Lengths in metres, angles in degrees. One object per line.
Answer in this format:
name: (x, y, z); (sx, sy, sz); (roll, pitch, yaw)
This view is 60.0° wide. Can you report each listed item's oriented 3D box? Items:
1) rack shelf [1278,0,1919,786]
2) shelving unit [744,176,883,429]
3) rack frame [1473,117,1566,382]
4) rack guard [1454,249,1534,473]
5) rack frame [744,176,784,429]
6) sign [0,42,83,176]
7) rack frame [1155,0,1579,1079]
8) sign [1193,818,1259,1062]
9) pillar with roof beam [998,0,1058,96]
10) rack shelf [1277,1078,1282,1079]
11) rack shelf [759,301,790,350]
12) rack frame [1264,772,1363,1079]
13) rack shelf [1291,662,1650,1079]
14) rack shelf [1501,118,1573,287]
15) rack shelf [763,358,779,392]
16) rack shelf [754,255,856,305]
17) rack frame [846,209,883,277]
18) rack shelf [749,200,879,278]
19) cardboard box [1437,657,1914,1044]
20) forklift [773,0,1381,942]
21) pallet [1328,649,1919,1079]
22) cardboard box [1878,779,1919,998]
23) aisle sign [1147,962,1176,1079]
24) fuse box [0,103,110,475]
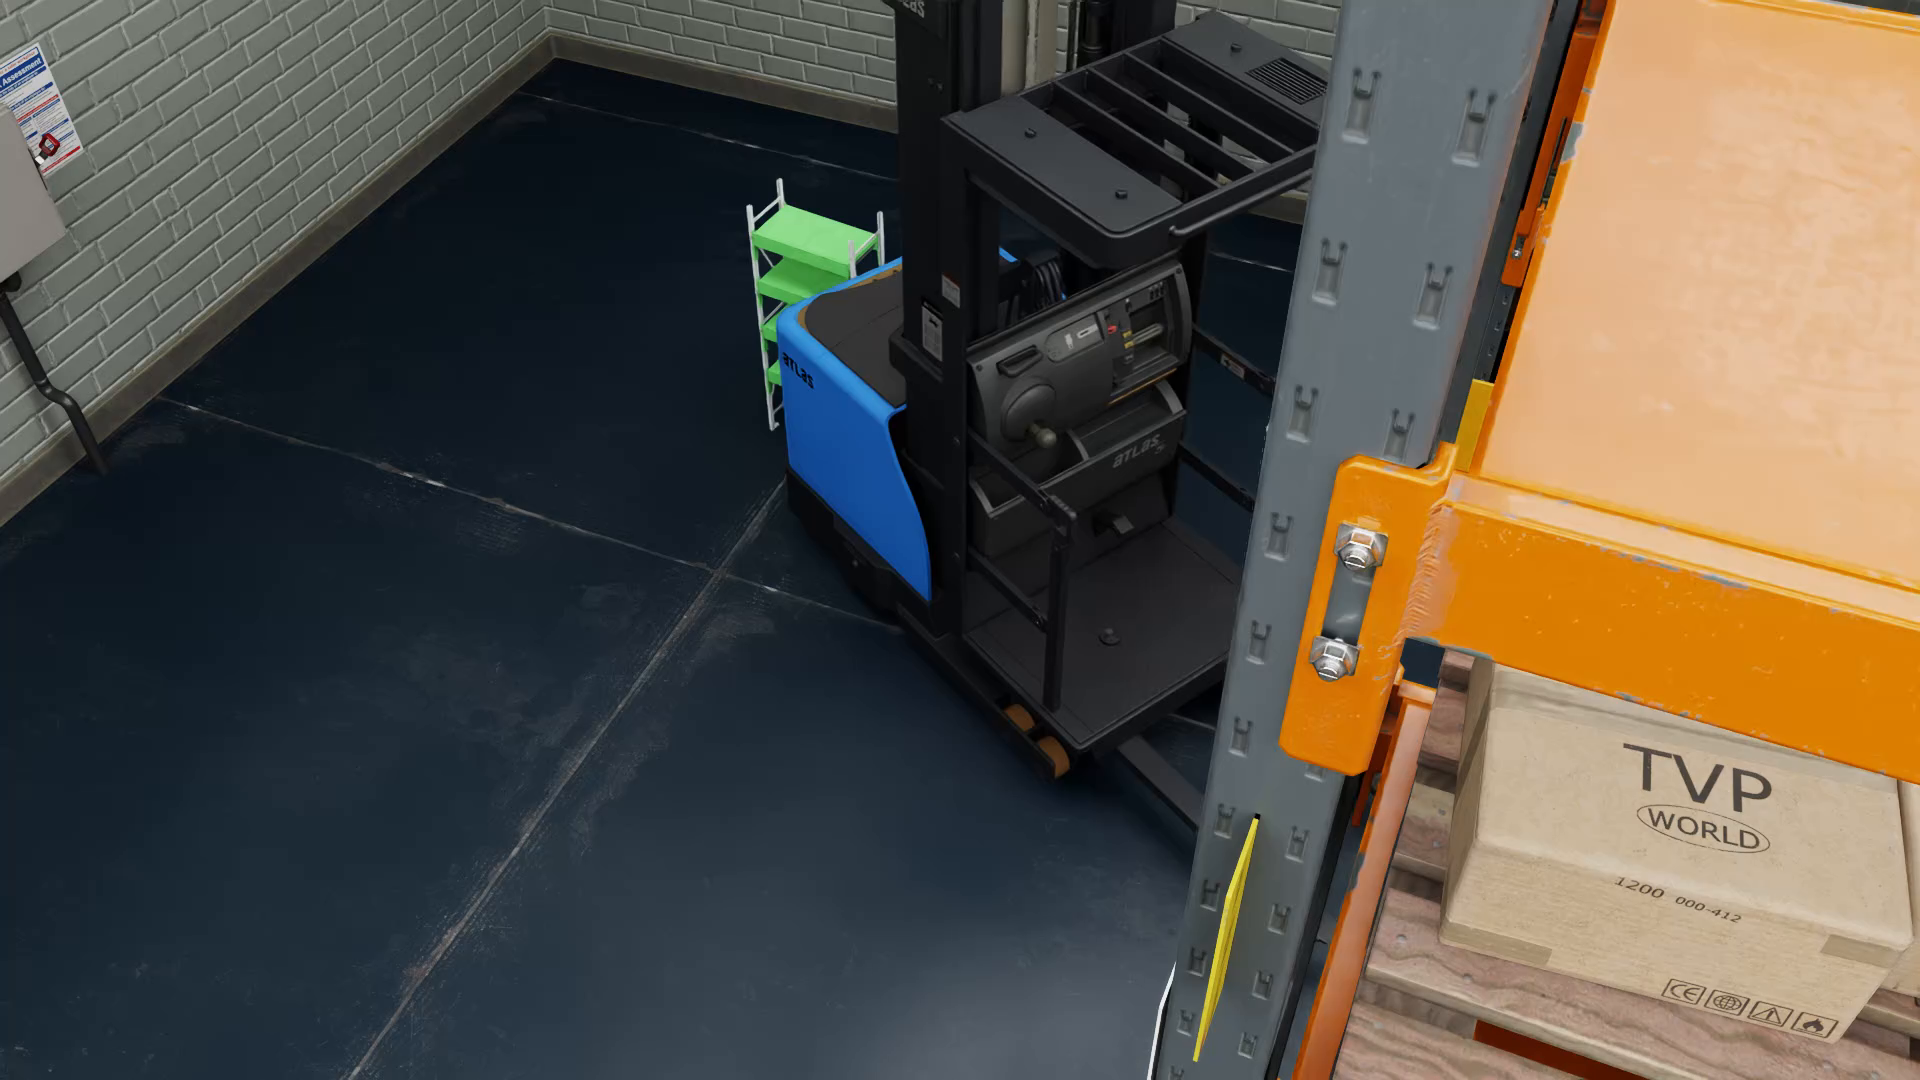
rack shelf: (2.341, 0.278, 1.223); (4.000, 0.370, 1.077); (16, 47, 16)
shelving unit: (-0.599, -0.924, 7.167); (0.503, 1.200, 0.258); (22, 49, 21)
rack frame: (2.402, -1.768, 6.739); (0.127, 3.000, 1.000); (16, 47, 16)
rack guard: (2.473, -0.861, 7.600); (0.348, 0.500, 1.175); (16, 47, 16)
rack frame: (-0.810, -1.009, 7.253); (0.015, 1.200, 0.240); (22, 49, 21)
sign: (-3.776, -1.723, 6.762); (0.001, 0.494, 0.329); (16, 47, 16)
rack frame: (0.495, -0.662, 1.374); (0.127, 3.000, 1.000); (16, 47, 16)
sign: (0.276, 0.423, 1.735); (0.005, 0.325, 0.100); (16, 47, 16)
pillar with roof beam: (-1.396, -2.411, 3.132); (0.400, 9.000, 9.100); (16, 47, 16)
rack shelf: (2.341, 2.263, 3.198); (4.000, 0.370, 1.077); (16, 47, 16)
rack shelf: (-0.599, -0.878, 7.212); (0.480, 0.148, 0.258); (22, 49, 21)
rack frame: (0.495, 1.465, 3.490); (0.127, 3.000, 1.000); (16, 47, 16)
rack shelf: (2.341, 1.199, 2.140); (4.000, 0.370, 1.077); (16, 47, 16)
rack shelf: (4.248, -0.969, 6.447); (4.000, 0.370, 1.077); (16, 47, 16)
rack shelf: (-0.599, -0.708, 7.381); (0.480, 0.148, 0.258); (22, 49, 21)
rack shelf: (-0.599, -1.049, 7.042); (0.480, 0.148, 0.258); (22, 49, 21)
rack frame: (-0.387, -0.838, 7.081); (0.015, 1.200, 0.240); (22, 49, 21)
rack shelf: (-0.599, -1.219, 6.873); (0.480, 0.148, 0.258); (22, 49, 21)
cardboard box: (0.945, 0.334, 2.238); (0.500, 0.250, 0.500); (12, 46, 12)
forklift: (0.548, -0.554, 5.568); (1.130, 2.935, 3.031); (-28, 51, -25)
pallet: (1.184, 0.627, 2.268); (1.213, 0.211, 1.003); (16, 47, 16)
cardboard box: (1.363, 0.431, 2.212); (0.250, 0.149, 0.380); (13, 46, 13)
aisle sign: (0.317, 0.712, 2.403); (0.004, 0.787, 0.394); (16, 47, 16)
fuse box: (-3.775, -0.922, 6.803); (0.414, 1.711, 0.539); (16, 47, 16)
